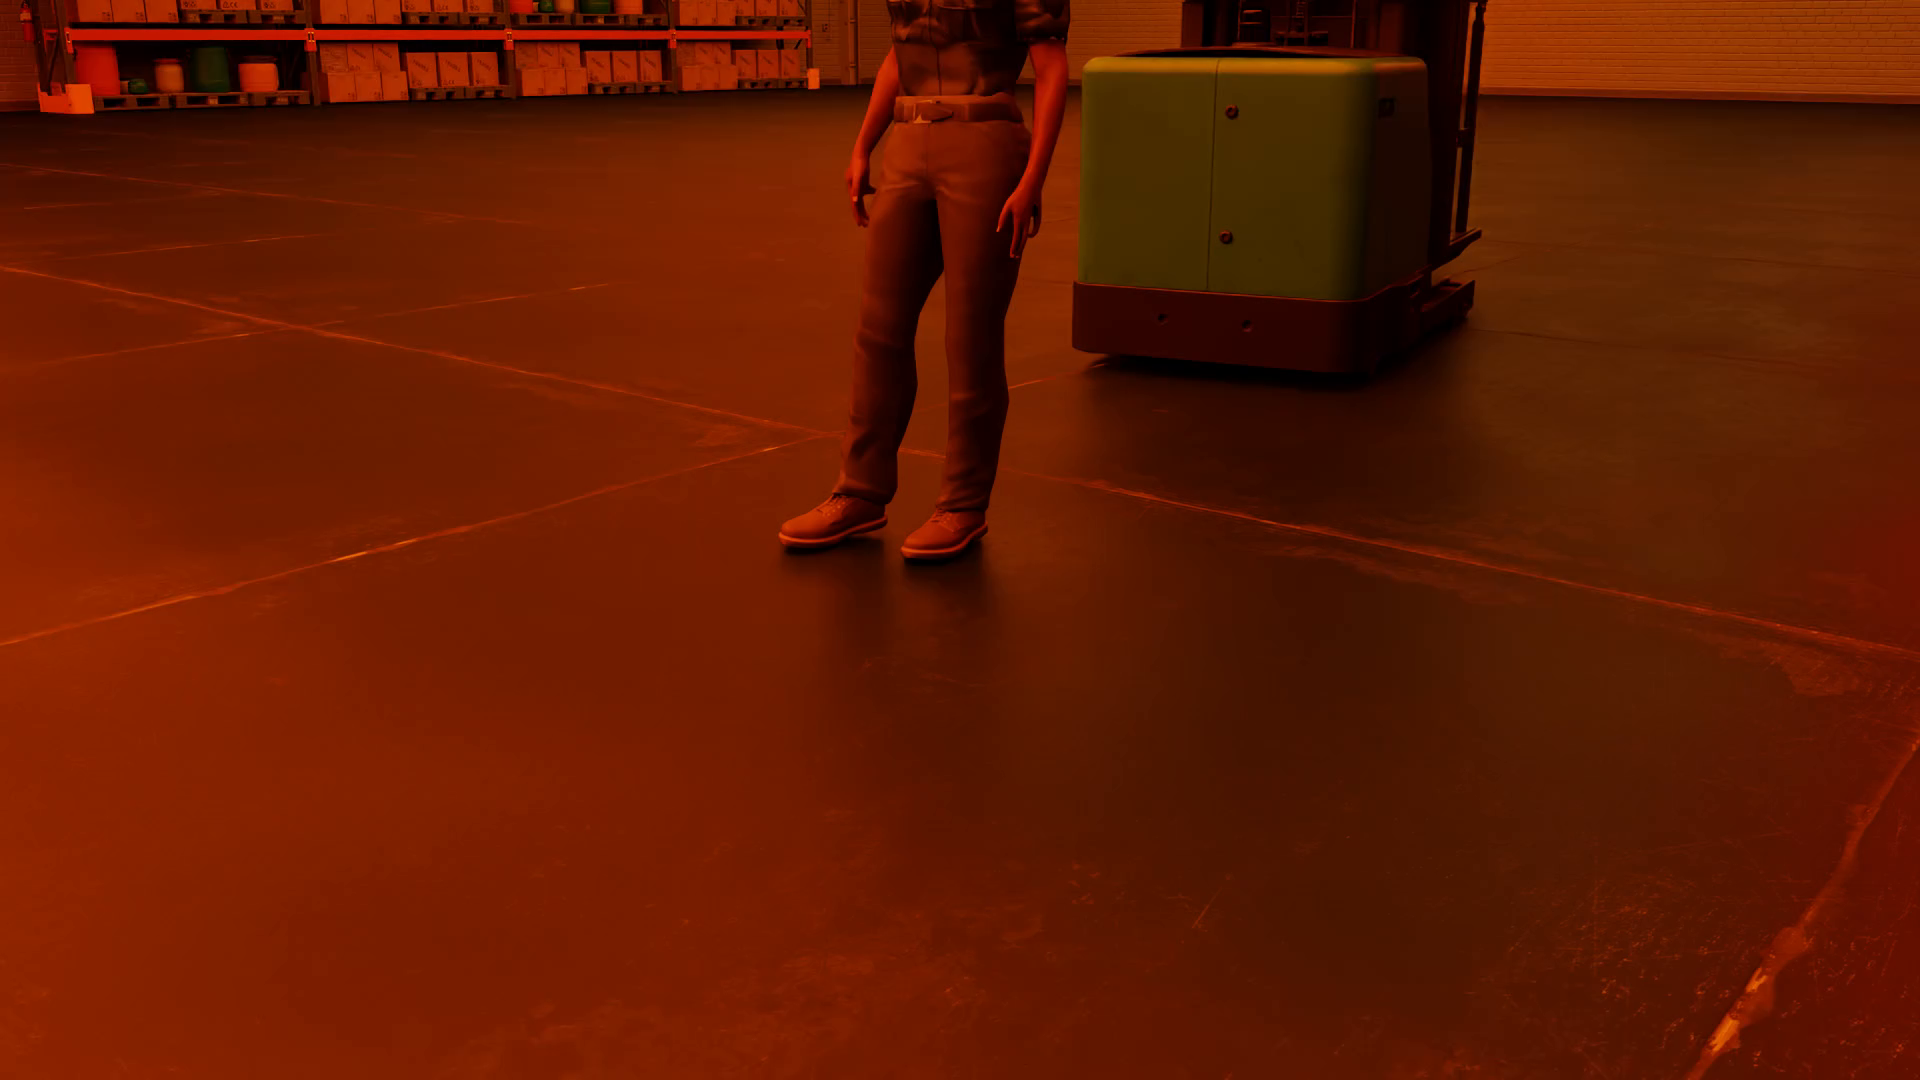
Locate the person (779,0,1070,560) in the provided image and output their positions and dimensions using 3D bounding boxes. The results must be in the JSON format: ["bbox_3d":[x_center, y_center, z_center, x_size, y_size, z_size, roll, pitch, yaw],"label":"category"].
[{"bbox_3d":[-0.071,-0.782,3.646,0.570,1.656,0.503,13,21,37],"label":"person"}]

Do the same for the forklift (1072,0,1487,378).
[{"bbox_3d":[1.524,-2.335,6.588,1.130,2.935,3.031,8,19,26],"label":"forklift"}]
